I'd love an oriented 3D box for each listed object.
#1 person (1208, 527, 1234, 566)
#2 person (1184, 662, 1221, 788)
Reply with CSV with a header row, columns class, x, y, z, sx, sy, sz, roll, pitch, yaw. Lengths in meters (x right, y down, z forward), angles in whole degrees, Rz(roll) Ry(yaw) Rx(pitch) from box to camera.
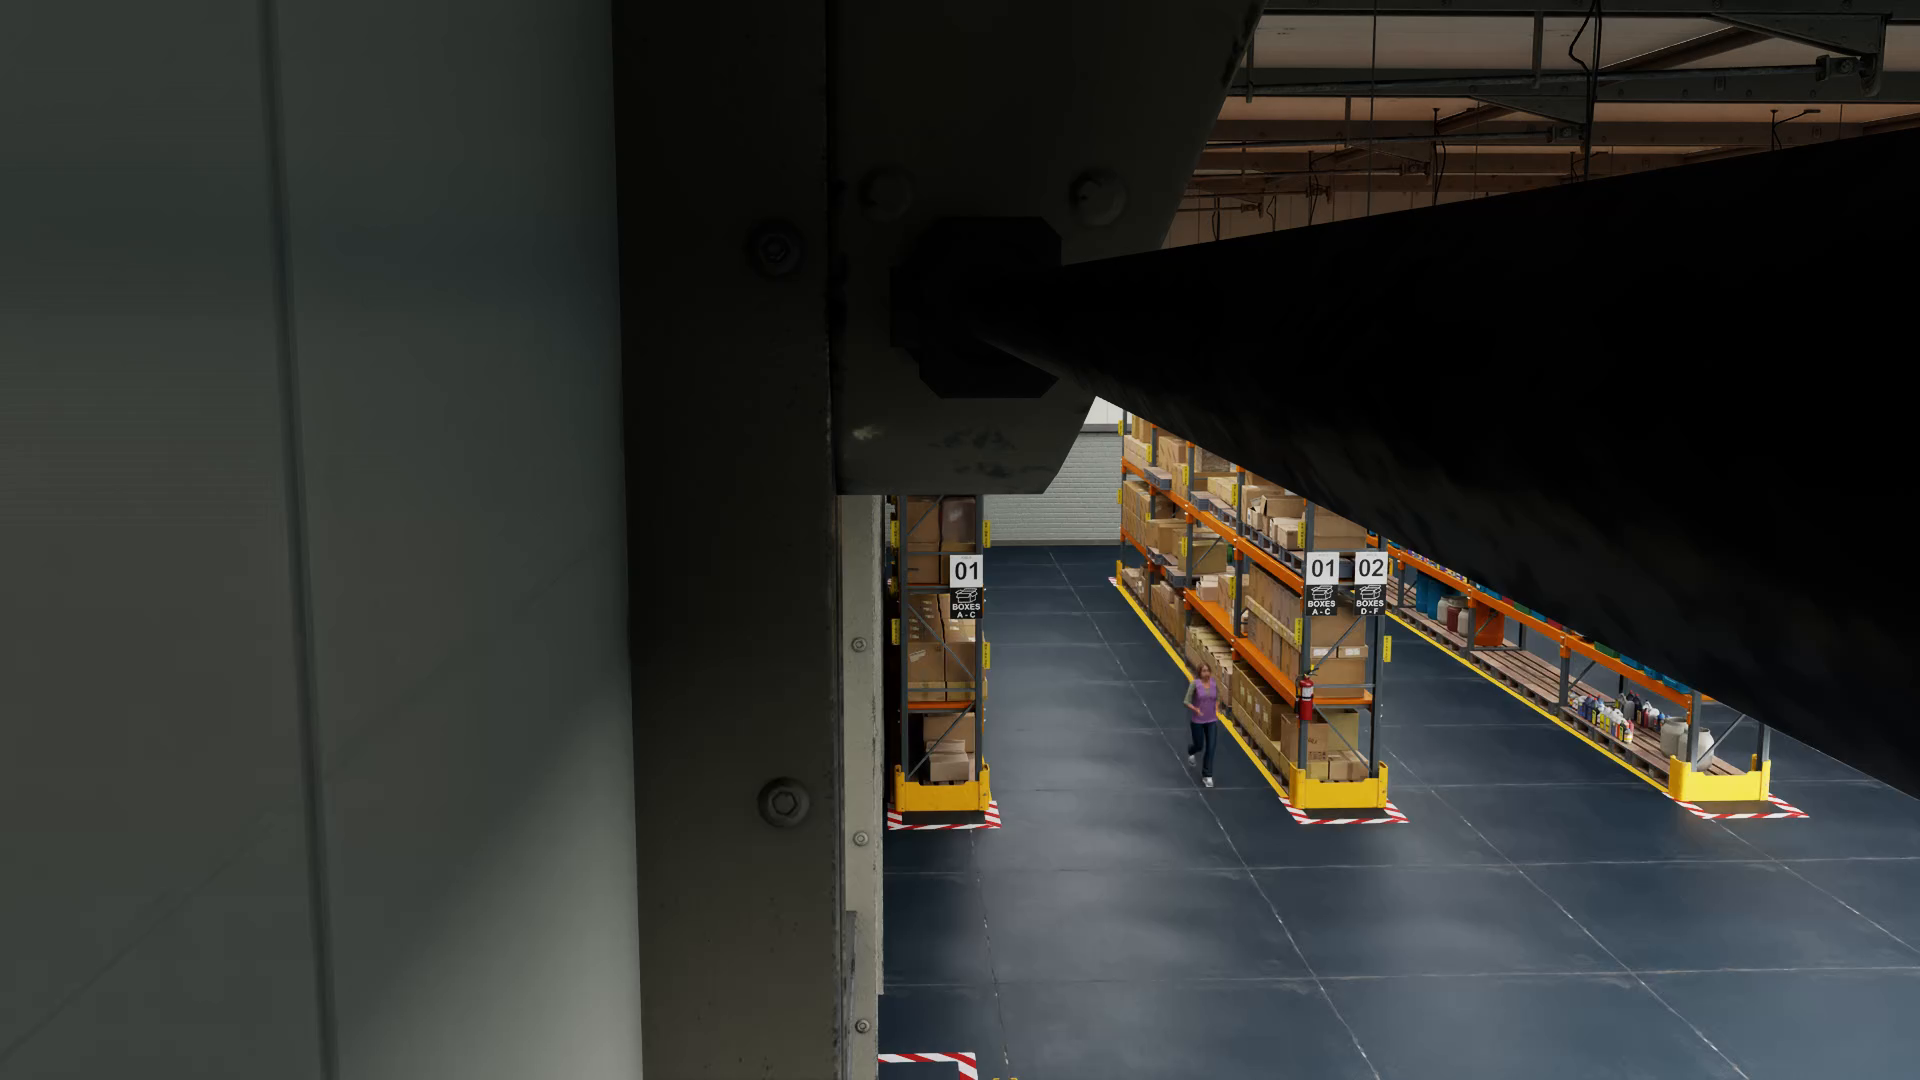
class,x,y,z,sx,sy,sz,roll,pitch,yaw
person,5.737,0.053,36.722,0.676,1.754,0.626,-7,11,-37
person,3.168,2.362,21.679,0.539,1.591,0.831,-1,9,-9
